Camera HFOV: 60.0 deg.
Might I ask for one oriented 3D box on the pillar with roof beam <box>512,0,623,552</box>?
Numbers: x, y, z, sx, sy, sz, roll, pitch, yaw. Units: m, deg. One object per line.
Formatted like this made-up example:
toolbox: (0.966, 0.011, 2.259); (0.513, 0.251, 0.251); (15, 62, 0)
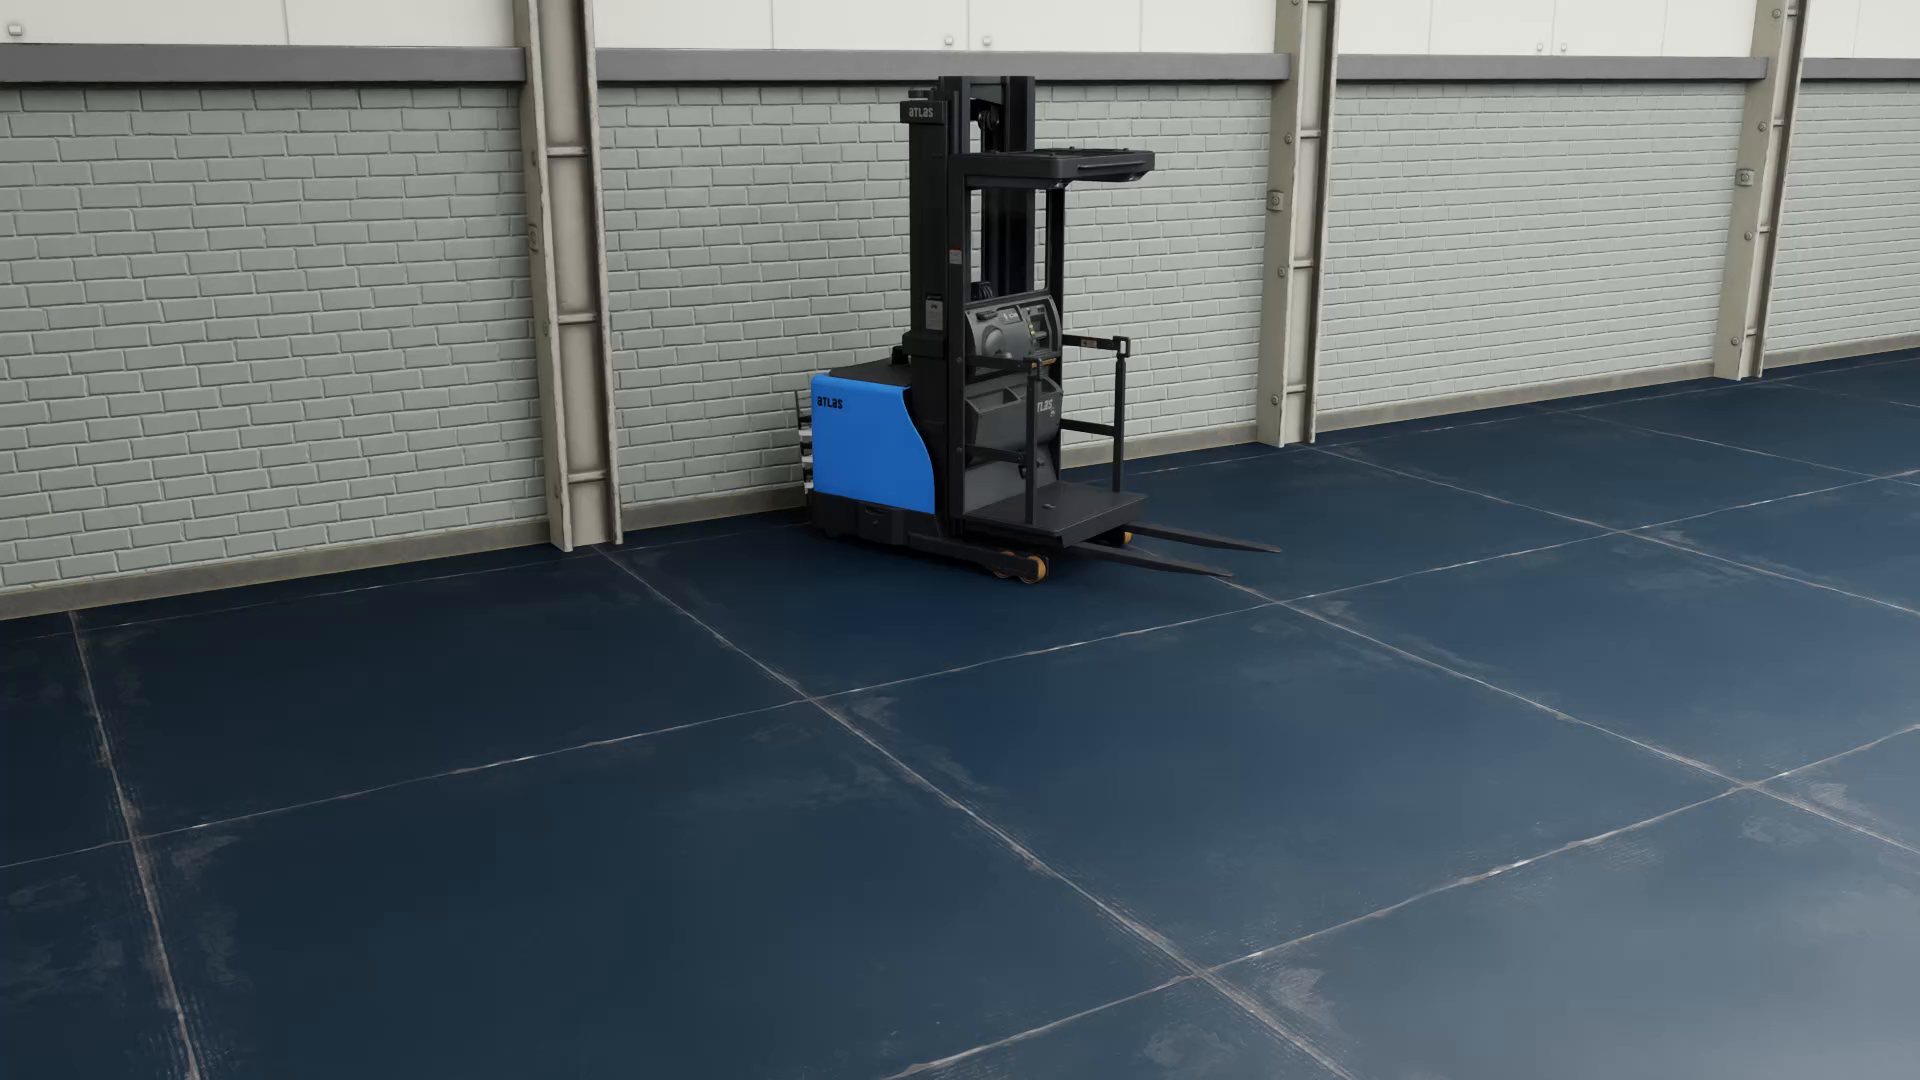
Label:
pillar with roof beam: (-0.224, -3.324, 6.095); (0.400, 9.000, 9.100); (-9, 18, -30)

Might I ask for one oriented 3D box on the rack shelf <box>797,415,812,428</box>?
rack shelf: (-0.937, -0.812, 11.234); (0.200, 0.077, 0.258); (4, 15, 37)

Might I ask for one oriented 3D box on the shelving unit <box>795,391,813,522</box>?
shelving unit: (-0.918, -0.581, 11.283); (0.210, 0.900, 0.258); (4, 15, 37)

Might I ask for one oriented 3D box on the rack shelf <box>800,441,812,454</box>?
rack shelf: (-0.922, -0.637, 11.271); (0.200, 0.077, 0.258); (4, 15, 37)

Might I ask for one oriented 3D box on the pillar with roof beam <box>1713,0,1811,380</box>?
pillar with roof beam: (10.063, -4.992, 12.045); (0.400, 9.000, 9.100); (-9, 18, -30)

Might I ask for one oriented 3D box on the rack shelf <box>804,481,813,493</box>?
rack shelf: (-0.900, -0.373, 11.327); (0.200, 0.077, 0.258); (4, 15, 37)

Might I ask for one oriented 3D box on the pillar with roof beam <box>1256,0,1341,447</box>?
pillar with roof beam: (4.920, -4.158, 9.070); (0.400, 9.000, 9.100); (-9, 18, -30)

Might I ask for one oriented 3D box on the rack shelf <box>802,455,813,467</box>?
rack shelf: (-0.915, -0.549, 11.290); (0.200, 0.077, 0.258); (4, 15, 37)

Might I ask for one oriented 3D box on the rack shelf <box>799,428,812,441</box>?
rack shelf: (-0.930, -0.724, 11.252); (0.200, 0.077, 0.258); (4, 15, 37)

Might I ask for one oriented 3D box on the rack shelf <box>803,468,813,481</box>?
rack shelf: (-0.907, -0.461, 11.309); (0.200, 0.077, 0.258); (4, 15, 37)

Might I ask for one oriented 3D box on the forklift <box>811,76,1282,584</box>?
forklift: (0.503, -1.310, 10.154); (3.031, 2.935, 1.130); (11, 19, 35)

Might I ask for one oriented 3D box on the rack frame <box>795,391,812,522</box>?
rack frame: (-0.998, -0.588, 11.344); (0.006, 0.900, 0.240); (4, 15, 37)
